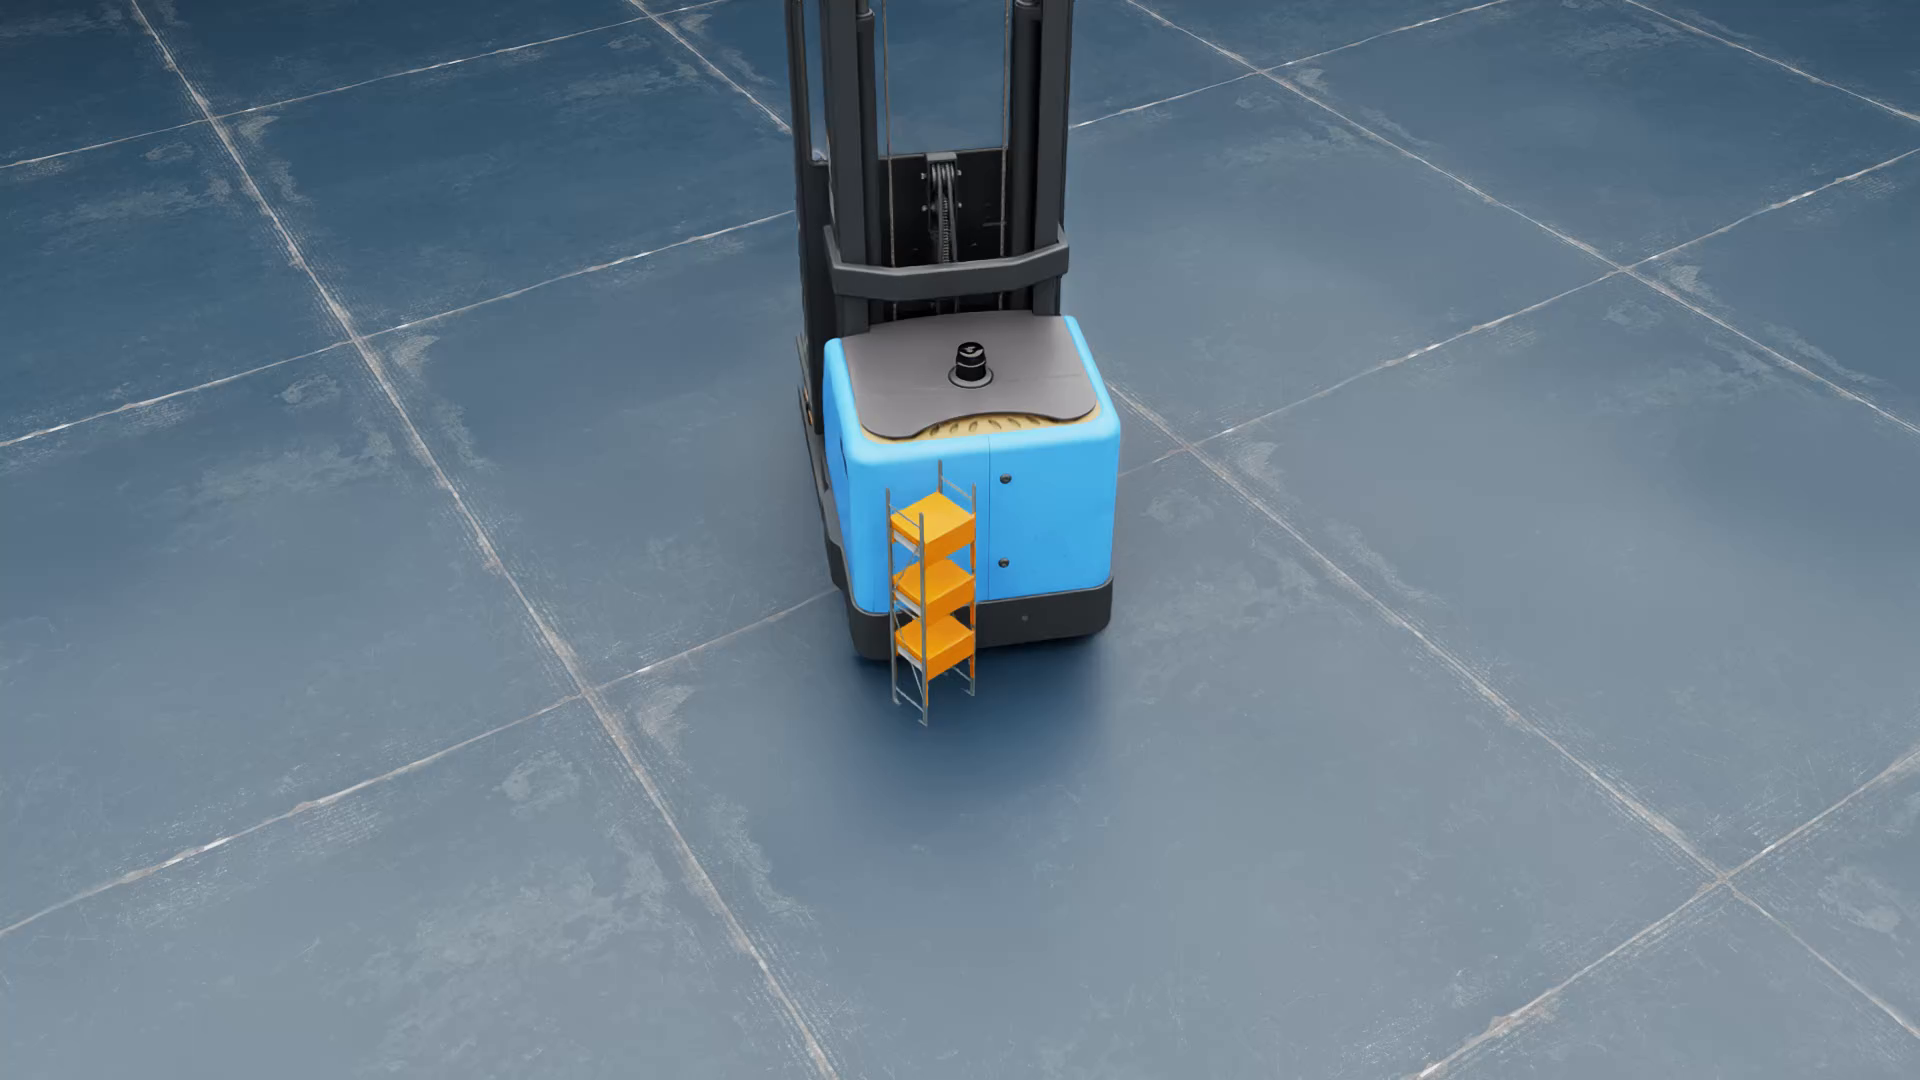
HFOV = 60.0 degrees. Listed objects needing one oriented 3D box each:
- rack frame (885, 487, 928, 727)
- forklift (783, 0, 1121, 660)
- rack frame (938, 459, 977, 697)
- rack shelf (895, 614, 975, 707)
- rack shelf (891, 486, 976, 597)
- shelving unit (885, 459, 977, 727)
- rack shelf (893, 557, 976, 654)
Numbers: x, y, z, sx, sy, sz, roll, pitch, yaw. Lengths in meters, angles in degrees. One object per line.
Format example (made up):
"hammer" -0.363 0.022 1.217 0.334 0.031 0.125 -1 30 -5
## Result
"rack frame" -0.194 0.266 6.110 0.008 1.050 0.200 -29 48 -31
"forklift" -0.160 -1.598 6.878 1.130 2.935 3.031 -7 40 -8
"rack frame" -0.011 0.163 6.235 0.008 1.050 0.200 -29 48 -31
"rack shelf" -0.102 0.436 6.357 0.240 0.259 0.215 -29 48 -31
"rack shelf" -0.102 0.005 5.998 0.240 0.259 0.215 -29 48 -31
"shelving unit" -0.102 0.214 6.172 0.252 1.050 0.215 -29 48 -31
"rack shelf" -0.102 0.223 6.179 0.240 0.259 0.215 -29 48 -31
